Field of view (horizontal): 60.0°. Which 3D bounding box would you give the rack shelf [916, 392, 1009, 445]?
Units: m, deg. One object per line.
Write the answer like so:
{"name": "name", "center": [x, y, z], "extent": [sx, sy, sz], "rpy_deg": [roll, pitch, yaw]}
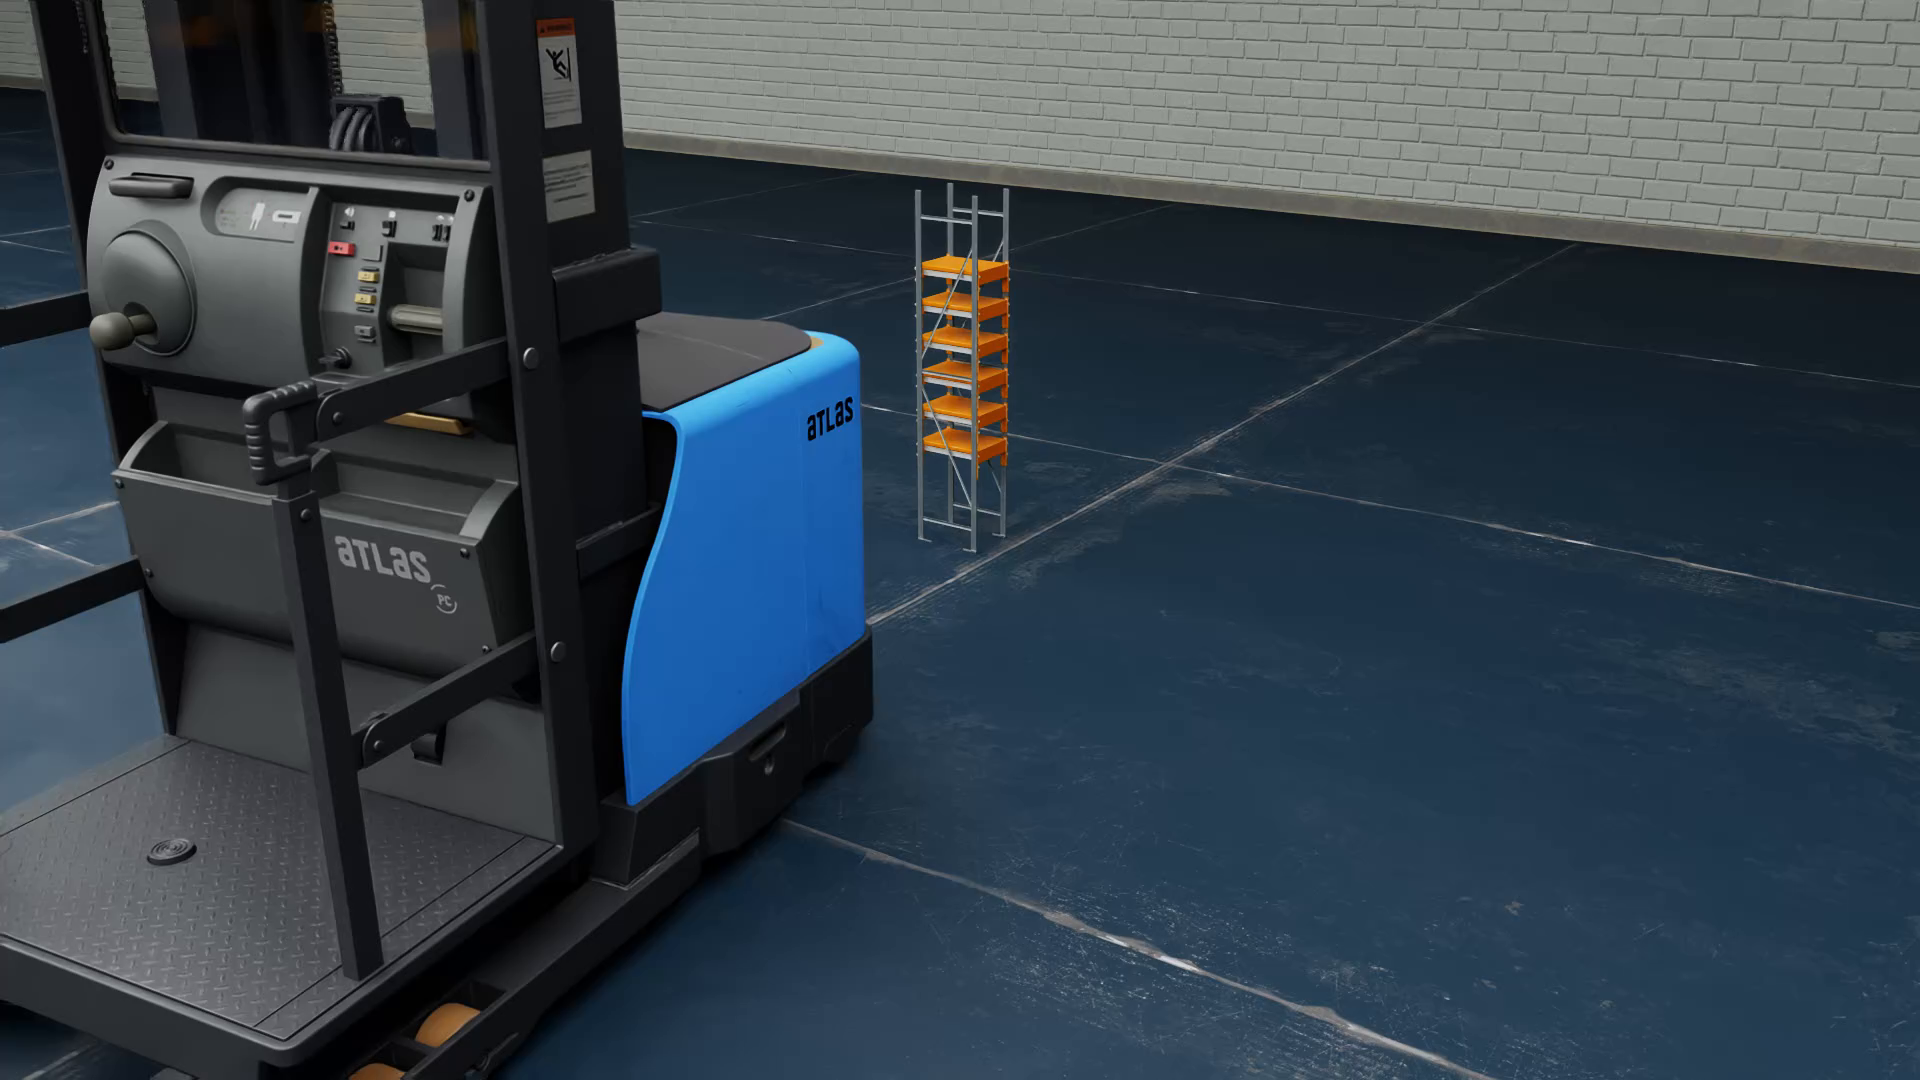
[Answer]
{"name": "rack shelf", "center": [0.008, -0.413, 5.625], "extent": [0.258, 0.103, 0.180], "rpy_deg": [13, 24, 32]}

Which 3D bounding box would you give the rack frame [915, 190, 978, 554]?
{"name": "rack frame", "center": [-0.043, -0.541, 5.497], "extent": [0.240, 1.200, 0.006], "rpy_deg": [13, 24, 32]}

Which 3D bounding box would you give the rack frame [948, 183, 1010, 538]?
{"name": "rack frame", "center": [0.060, -0.593, 5.639], "extent": [0.240, 1.200, 0.006], "rpy_deg": [13, 24, 32]}

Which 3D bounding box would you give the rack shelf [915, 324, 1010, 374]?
{"name": "rack shelf", "center": [0.008, -0.638, 5.542], "extent": [0.258, 0.103, 0.180], "rpy_deg": [13, 24, 32]}

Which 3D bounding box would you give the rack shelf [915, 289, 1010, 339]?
{"name": "rack shelf", "center": [0.008, -0.750, 5.500], "extent": [0.258, 0.103, 0.180], "rpy_deg": [13, 24, 32]}

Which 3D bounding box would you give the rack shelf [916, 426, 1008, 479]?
{"name": "rack shelf", "center": [0.008, -0.300, 5.667], "extent": [0.258, 0.103, 0.180], "rpy_deg": [13, 24, 32]}

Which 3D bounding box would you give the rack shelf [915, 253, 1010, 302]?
{"name": "rack shelf", "center": [0.008, -0.863, 5.459], "extent": [0.258, 0.103, 0.180], "rpy_deg": [13, 24, 32]}

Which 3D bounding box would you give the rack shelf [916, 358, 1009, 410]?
{"name": "rack shelf", "center": [0.008, -0.525, 5.583], "extent": [0.258, 0.103, 0.180], "rpy_deg": [13, 24, 32]}

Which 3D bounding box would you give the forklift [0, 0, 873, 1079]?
{"name": "forklift", "center": [-1.325, -0.474, 2.822], "extent": [1.130, 2.935, 3.031], "rpy_deg": [10, 22, 24]}

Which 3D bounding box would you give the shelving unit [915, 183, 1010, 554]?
{"name": "shelving unit", "center": [0.008, -0.567, 5.568], "extent": [0.258, 1.200, 0.189], "rpy_deg": [13, 24, 32]}
